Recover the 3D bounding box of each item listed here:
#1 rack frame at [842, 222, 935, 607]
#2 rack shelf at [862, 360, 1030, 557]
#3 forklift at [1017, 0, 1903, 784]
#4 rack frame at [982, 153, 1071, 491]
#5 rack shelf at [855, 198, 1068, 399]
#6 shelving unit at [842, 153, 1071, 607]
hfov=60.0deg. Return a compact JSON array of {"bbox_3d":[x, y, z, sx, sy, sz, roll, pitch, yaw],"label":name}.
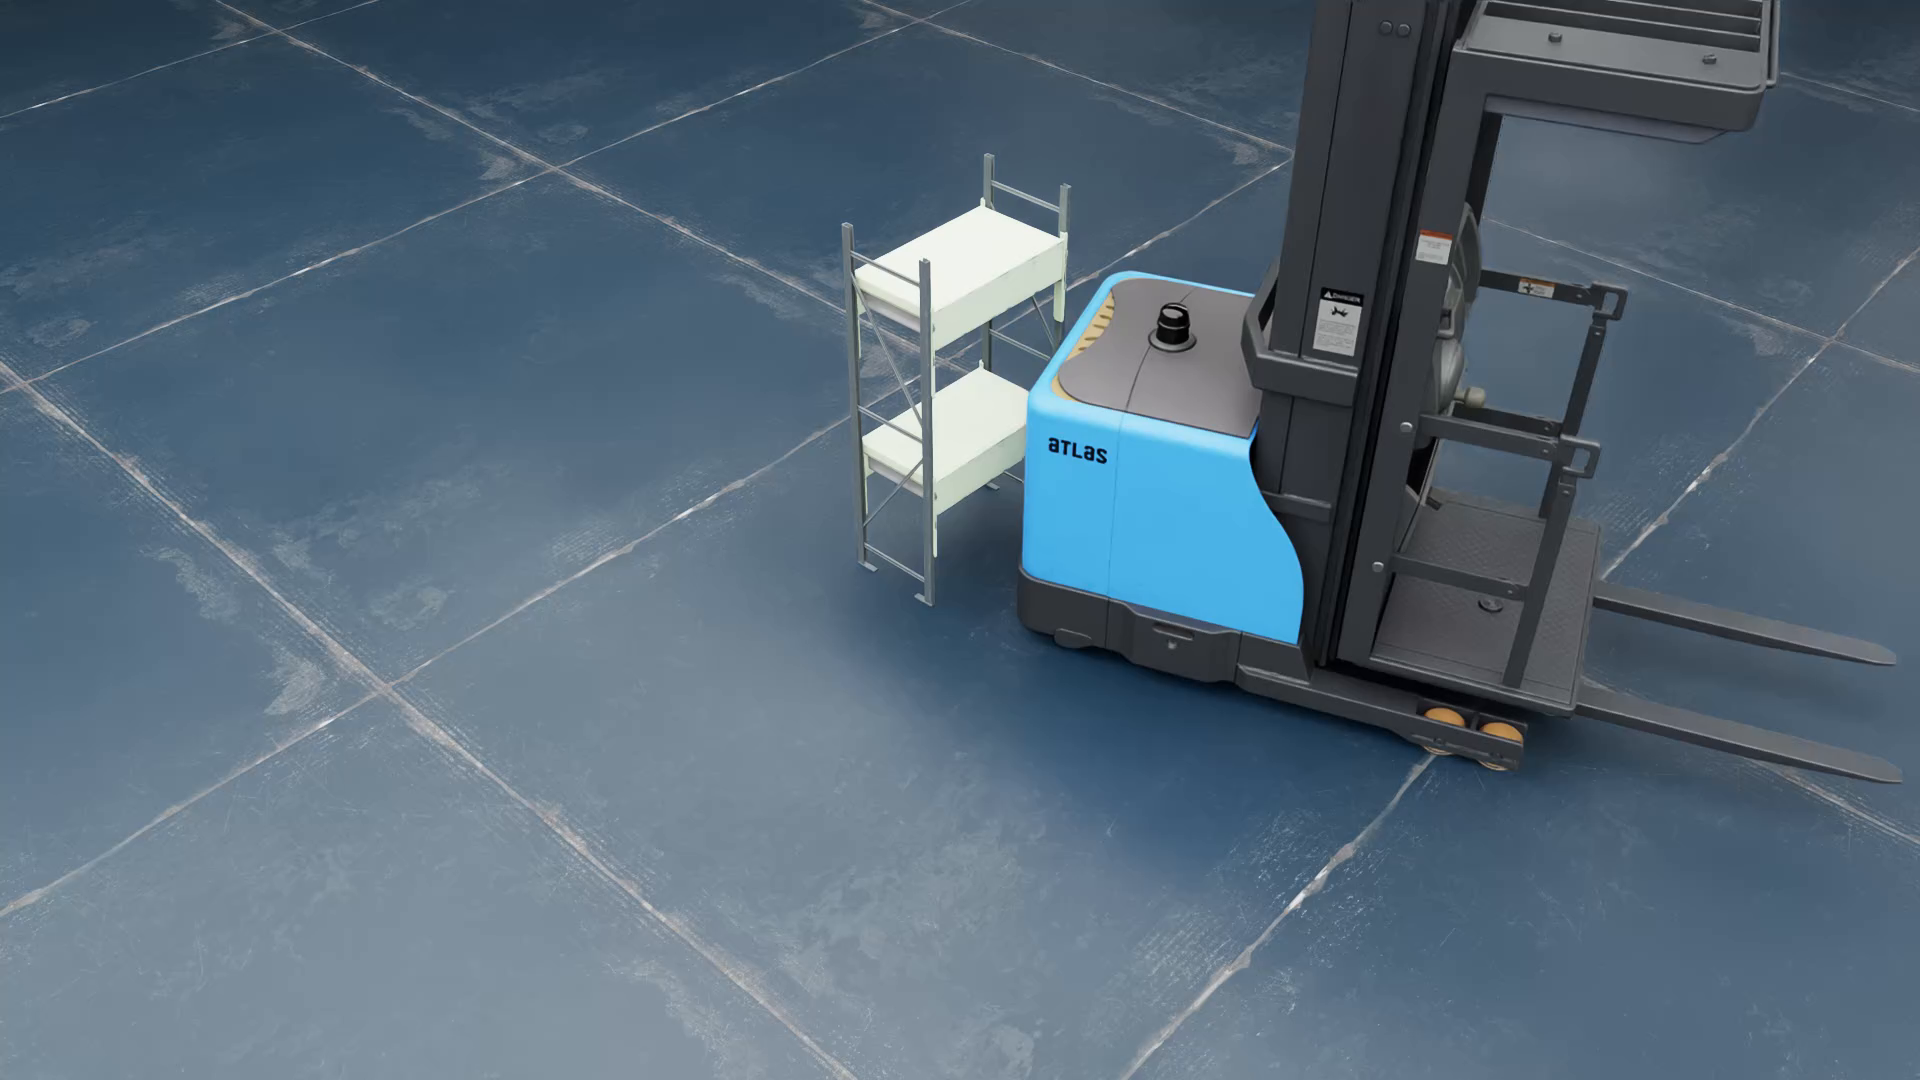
[{"bbox_3d":[-0.251,-0.416,6.068,0.400,1.500,0.023,30,47,32],"label":"rack frame"},{"bbox_3d":[-0.004,-0.329,6.482,0.431,0.370,0.720,30,47,32],"label":"rack shelf"},{"bbox_3d":[1.783,-0.729,5.311,3.031,2.935,1.130,14,41,17],"label":"forklift"},{"bbox_3d":[0.242,-0.752,6.491,0.400,1.500,0.023,30,47,32],"label":"rack frame"},{"bbox_3d":[-0.004,-0.889,6.036,0.431,0.370,0.720,30,47,32],"label":"rack shelf"},{"bbox_3d":[-0.004,-0.584,6.279,0.431,1.500,0.755,30,47,32],"label":"shelving unit"}]
